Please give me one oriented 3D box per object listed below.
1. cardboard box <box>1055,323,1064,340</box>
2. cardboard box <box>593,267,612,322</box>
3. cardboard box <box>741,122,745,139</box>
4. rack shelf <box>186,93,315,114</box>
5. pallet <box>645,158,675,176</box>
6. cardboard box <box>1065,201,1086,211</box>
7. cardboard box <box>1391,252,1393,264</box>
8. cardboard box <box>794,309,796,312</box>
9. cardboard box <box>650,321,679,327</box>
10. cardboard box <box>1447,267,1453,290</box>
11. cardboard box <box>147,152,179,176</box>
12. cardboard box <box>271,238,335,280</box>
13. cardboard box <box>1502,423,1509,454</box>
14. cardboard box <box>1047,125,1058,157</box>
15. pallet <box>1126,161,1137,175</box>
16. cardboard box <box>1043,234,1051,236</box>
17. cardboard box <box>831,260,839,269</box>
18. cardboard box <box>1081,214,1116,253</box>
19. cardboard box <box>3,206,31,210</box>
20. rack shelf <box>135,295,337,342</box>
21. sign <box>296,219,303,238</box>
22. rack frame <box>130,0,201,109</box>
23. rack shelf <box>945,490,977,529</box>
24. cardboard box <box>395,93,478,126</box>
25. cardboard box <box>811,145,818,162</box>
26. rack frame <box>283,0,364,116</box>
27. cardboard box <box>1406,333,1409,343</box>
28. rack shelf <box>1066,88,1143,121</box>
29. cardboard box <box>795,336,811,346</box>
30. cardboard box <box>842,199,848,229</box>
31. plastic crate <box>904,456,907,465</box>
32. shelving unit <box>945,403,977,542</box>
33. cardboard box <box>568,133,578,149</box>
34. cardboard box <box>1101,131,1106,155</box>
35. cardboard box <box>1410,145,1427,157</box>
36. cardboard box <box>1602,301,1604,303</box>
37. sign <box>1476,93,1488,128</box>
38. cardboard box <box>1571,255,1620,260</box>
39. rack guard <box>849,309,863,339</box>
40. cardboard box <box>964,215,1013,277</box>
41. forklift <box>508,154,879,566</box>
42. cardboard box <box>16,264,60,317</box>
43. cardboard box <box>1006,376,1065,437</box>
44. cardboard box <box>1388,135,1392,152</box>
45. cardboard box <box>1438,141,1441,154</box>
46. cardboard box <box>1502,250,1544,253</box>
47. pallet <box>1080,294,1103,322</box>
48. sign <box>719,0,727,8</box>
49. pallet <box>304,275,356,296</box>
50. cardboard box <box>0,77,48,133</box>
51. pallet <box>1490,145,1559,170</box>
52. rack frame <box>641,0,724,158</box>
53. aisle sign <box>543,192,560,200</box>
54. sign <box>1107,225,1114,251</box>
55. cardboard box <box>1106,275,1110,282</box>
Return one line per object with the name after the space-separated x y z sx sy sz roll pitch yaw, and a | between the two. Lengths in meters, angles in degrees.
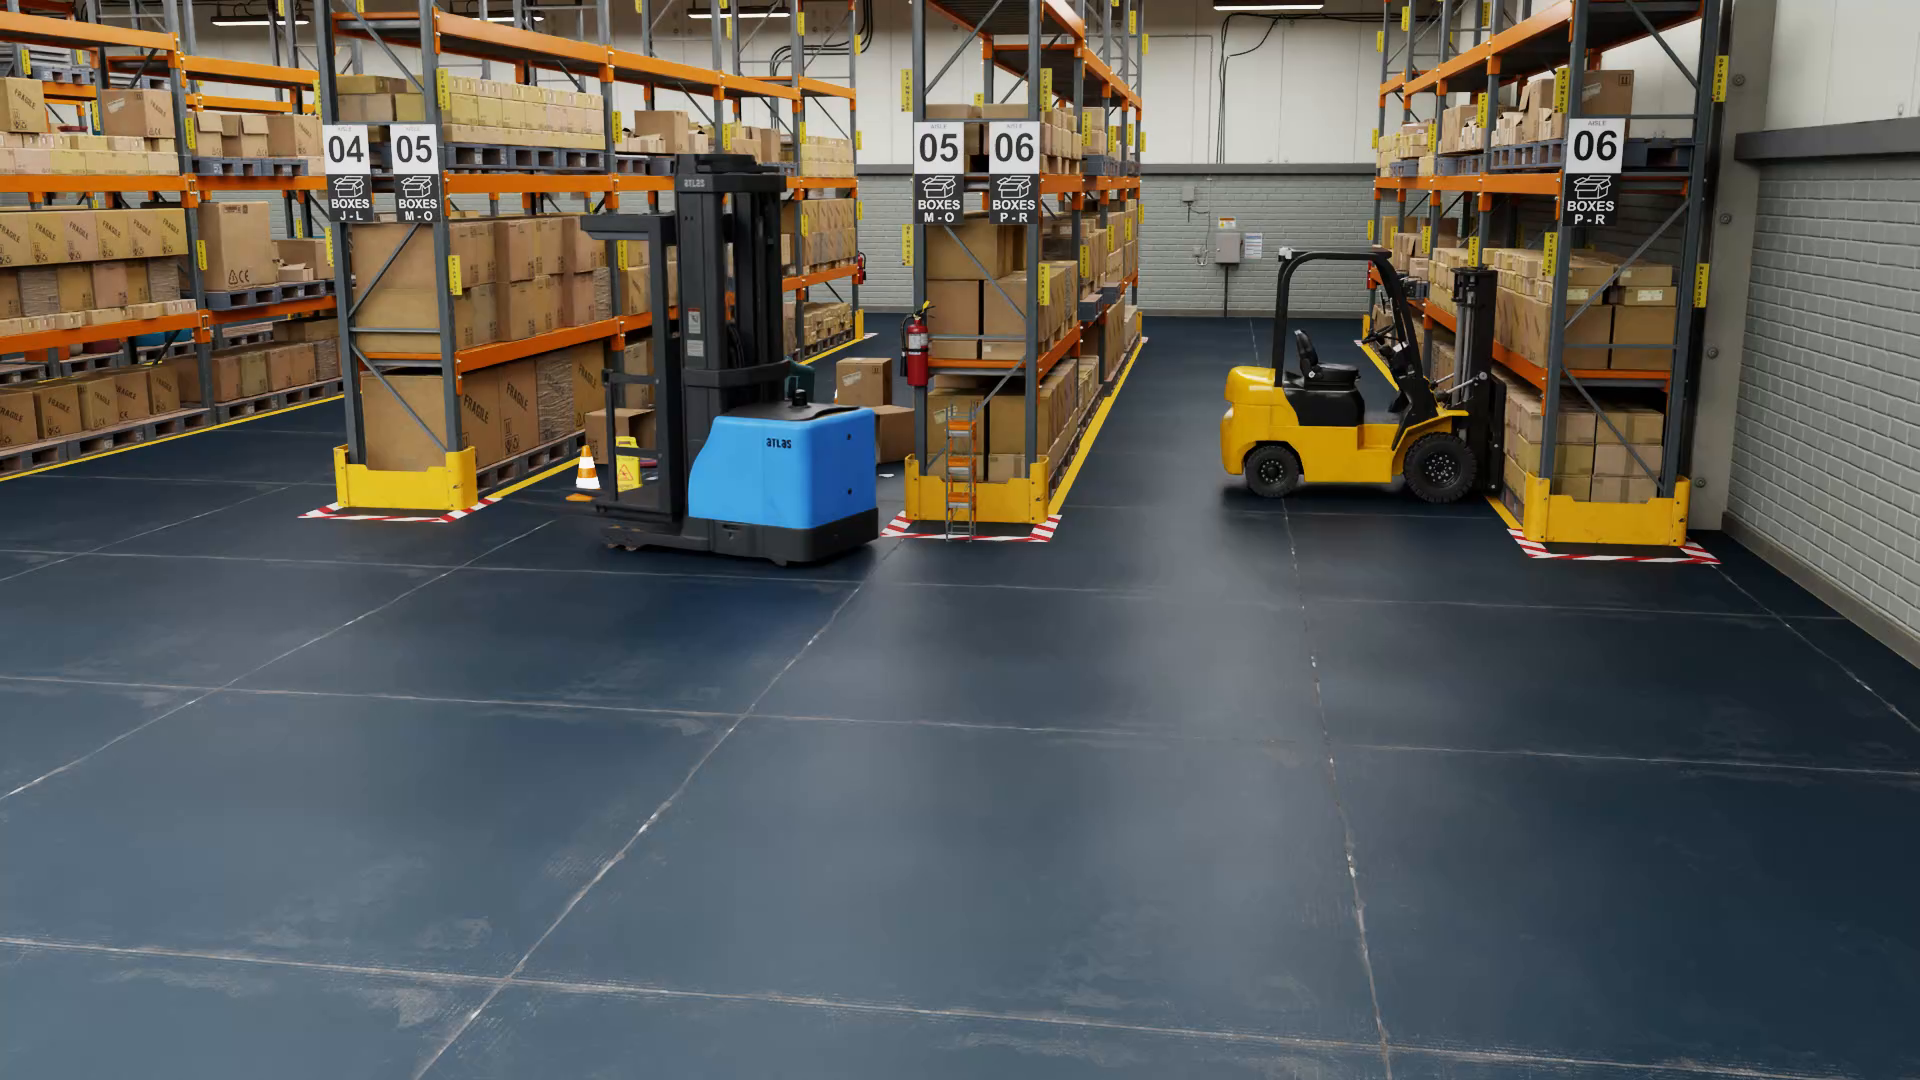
0.771 -1.951 15.524 0.380 0.149 0.250 2 12 9 | cardboard box
-4.207 -2.605 17.605 0.875 0.550 0.550 2 12 9 | cardboard box
-3.133 -5.568 22.535 0.396 0.266 0.258 2 12 9 | cardboard box
-12.404 -7.418 28.712 1.077 0.370 4.000 2 12 9 | rack shelf
-3.763 -4.447 19.836 1.003 0.211 1.213 2 12 11 | pallet
1.708 -5.064 25.221 0.380 0.149 0.250 2 12 7 | cardboard box
6.717 -4.161 24.830 0.500 0.250 0.500 2 12 10 | cardboard box
-2.860 -3.781 27.777 0.380 0.149 0.250 2 12 9 | cardboard box
-3.730 -2.423 21.461 1.050 0.750 0.750 2 12 8 | cardboard box
5.725 -2.909 18.541 0.500 0.250 0.500 2 12 9 | cardboard box
-8.860 -4.080 18.043 0.500 0.250 0.500 2 12 11 | cardboard box
-8.463 -3.644 21.550 0.700 0.500 0.500 4 13 17 | cardboard box
4.947 -0.906 14.421 0.500 0.250 0.500 2 12 7 | cardboard box
0.557 -3.376 14.068 0.500 0.250 0.500 2 12 8 | cardboard box
2.301 -5.981 26.717 1.003 0.211 1.213 2 12 9 | pallet
0.749 -3.183 18.704 0.500 0.500 0.500 2 12 11 | cardboard box
-2.272 -4.696 28.260 0.380 0.149 0.250 1 12 6 | cardboard box
1.839 -4.145 22.498 0.500 0.500 0.500 2 12 10 | cardboard box
-17.018 -5.726 29.834 0.500 0.500 0.500 2 12 10 | cardboard box
-8.740 -2.855 20.830 1.077 0.370 4.000 2 12 9 | rack shelf
-8.981 -4.207 22.645 0.100 0.325 0.005 2 12 9 | sign
-12.711 -7.549 26.663 1.000 3.000 0.127 2 12 9 | rack frame
0.008 -0.242 12.995 0.215 0.259 0.240 2 12 9 | rack shelf
-4.450 -3.661 14.157 0.500 0.250 0.500 2 12 9 | cardboard box
-2.539 -6.108 26.263 0.500 0.250 0.500 2 12 8 | cardboard box
-8.432 -6.556 22.054 1.000 3.000 0.127 2 12 9 | rack frame
6.344 -2.542 22.606 0.500 0.500 0.500 1 12 7 | cardboard box
2.282 -6.937 26.478 1.077 0.370 4.000 2 12 9 | rack shelf
-2.558 -3.151 26.266 0.380 0.149 0.250 1 12 6 | cardboard box
-2.219 -5.581 28.454 0.500 0.500 0.500 1 12 7 | cardboard box
-0.307 -0.742 16.247 0.402 0.080 0.583 -2 12 -11 | plastic crate
0.008 -0.524 12.934 0.215 1.050 0.252 2 12 9 | shelving unit
-4.019 -3.961 16.495 0.380 0.149 0.250 2 12 9 | cardboard box
1.308 -4.282 17.982 0.500 0.250 0.500 2 12 8 | cardboard box
6.230 -5.202 22.256 0.380 0.149 0.250 2 12 10 | cardboard box
5.443 -1.729 13.659 0.500 0.500 0.500 2 12 10 | cardboard box
5.112 -4.198 16.259 0.100 0.325 0.005 2 12 9 | sign
5.600 -2.427 14.654 0.380 0.149 0.250 2 12 10 | cardboard box
-2.328 -3.869 29.760 1.175 0.500 0.348 2 12 9 | rack guard
0.077 -2.539 14.336 0.700 0.500 0.500 2 12 9 | cardboard box
-2.166 -1.445 12.742 3.031 2.935 1.130 7 14 28 | forklift
-9.473 -2.477 16.422 0.875 0.500 0.500 2 12 9 | cardboard box
0.691 -1.242 15.385 0.500 0.500 0.500 2 12 10 | cardboard box
6.950 -6.189 25.936 0.500 0.250 0.500 2 12 10 | cardboard box
5.911 -4.686 19.816 0.380 0.166 0.250 2 12 9 | cardboard box
5.326 -2.653 15.703 0.380 0.149 0.250 2 12 8 | cardboard box
1.006 -2.530 18.069 1.003 0.211 1.213 2 12 9 | pallet
-2.998 -6.891 21.016 0.100 0.325 0.005 2 12 9 | sign
-8.437 -3.378 22.002 1.213 0.211 1.003 2 12 9 | pallet
-9.168 -4.163 15.942 0.500 0.500 0.500 2 12 8 | cardboard box
5.544 -3.554 15.456 1.003 0.211 1.213 2 12 9 | pallet
-3.547 -6.374 21.211 1.000 3.000 0.127 2 12 9 | rack frame
-7.487 -6.584 30.254 0.394 0.787 0.004 2 12 9 | aisle sign
1.897 -3.814 21.010 0.100 0.325 0.005 2 12 9 | sign
1.684 -3.323 21.647 0.500 0.250 0.500 2 12 8 | cardboard box
